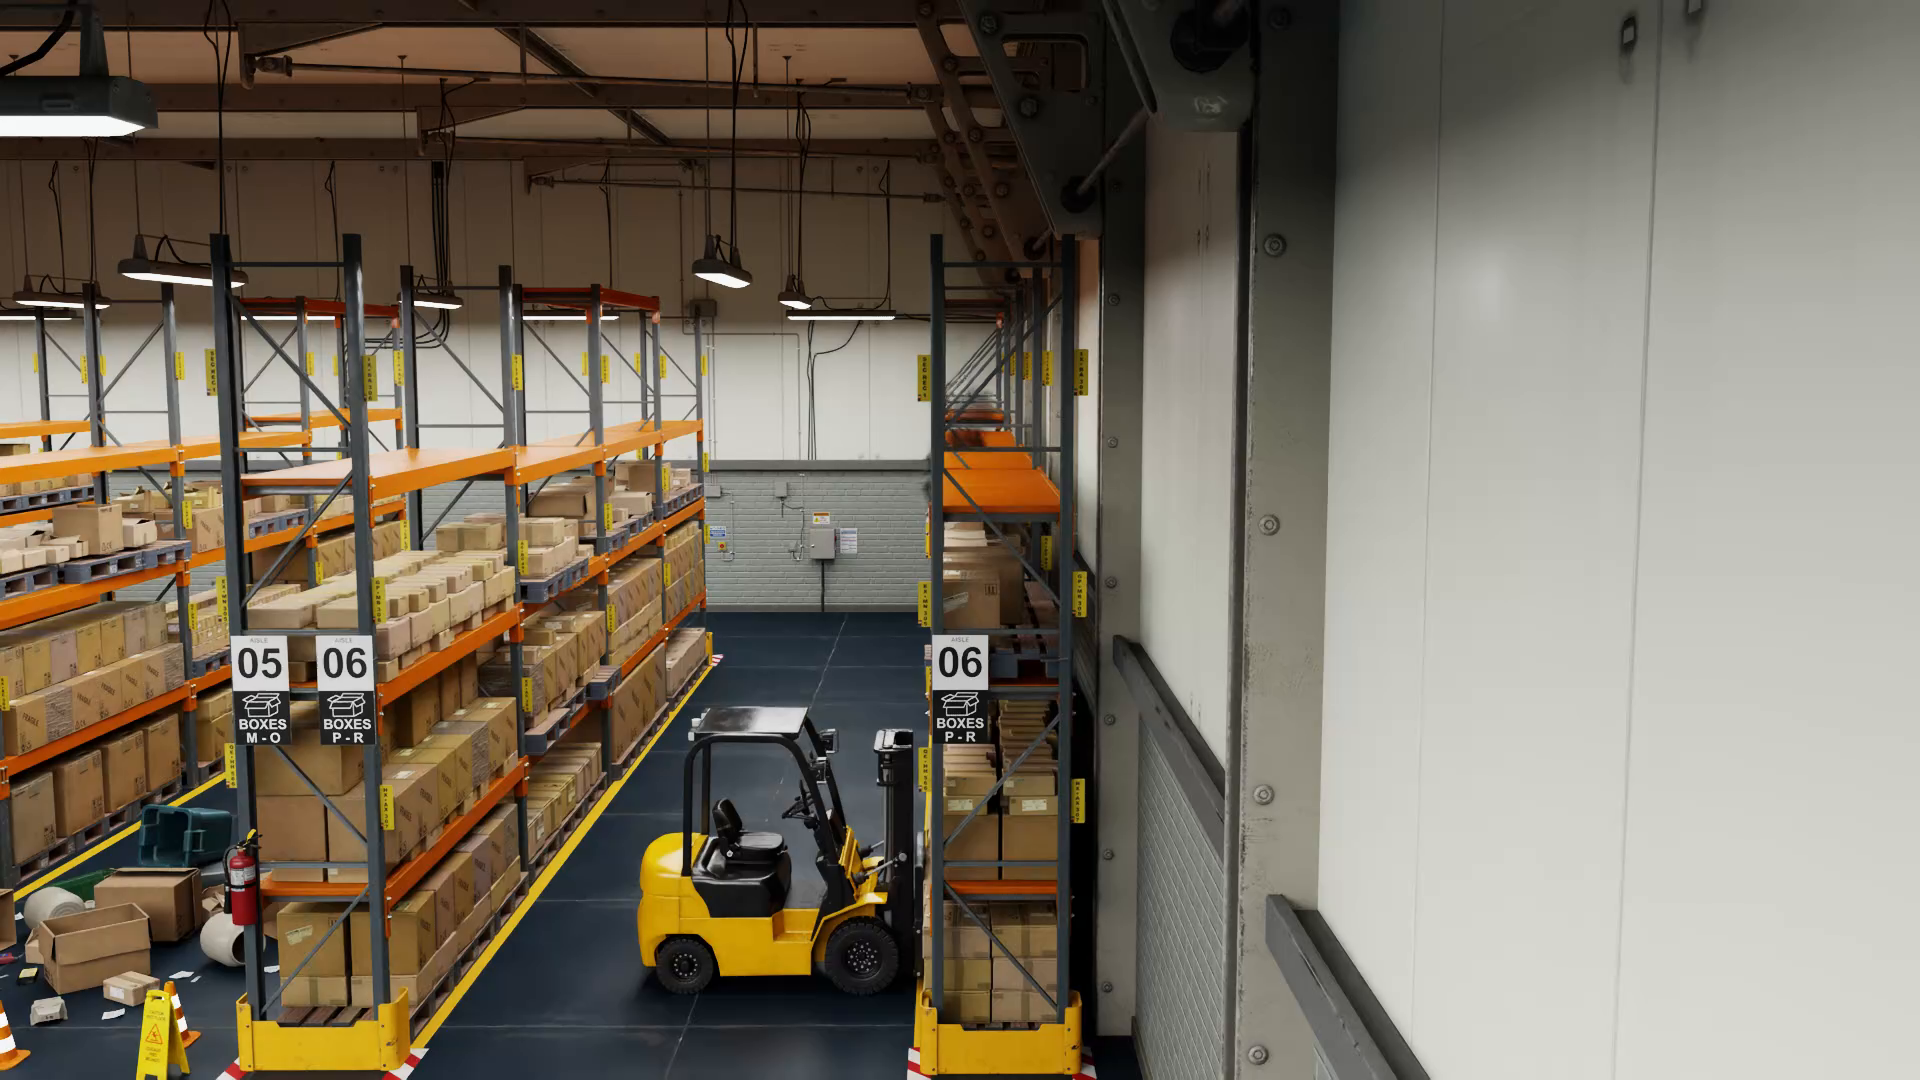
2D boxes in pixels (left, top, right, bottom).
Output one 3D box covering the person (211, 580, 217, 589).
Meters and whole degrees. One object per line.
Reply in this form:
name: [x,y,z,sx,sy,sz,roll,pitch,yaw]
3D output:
person: [-11.558,1.458,25.935,0.649,1.711,0.901,1,6,5]
